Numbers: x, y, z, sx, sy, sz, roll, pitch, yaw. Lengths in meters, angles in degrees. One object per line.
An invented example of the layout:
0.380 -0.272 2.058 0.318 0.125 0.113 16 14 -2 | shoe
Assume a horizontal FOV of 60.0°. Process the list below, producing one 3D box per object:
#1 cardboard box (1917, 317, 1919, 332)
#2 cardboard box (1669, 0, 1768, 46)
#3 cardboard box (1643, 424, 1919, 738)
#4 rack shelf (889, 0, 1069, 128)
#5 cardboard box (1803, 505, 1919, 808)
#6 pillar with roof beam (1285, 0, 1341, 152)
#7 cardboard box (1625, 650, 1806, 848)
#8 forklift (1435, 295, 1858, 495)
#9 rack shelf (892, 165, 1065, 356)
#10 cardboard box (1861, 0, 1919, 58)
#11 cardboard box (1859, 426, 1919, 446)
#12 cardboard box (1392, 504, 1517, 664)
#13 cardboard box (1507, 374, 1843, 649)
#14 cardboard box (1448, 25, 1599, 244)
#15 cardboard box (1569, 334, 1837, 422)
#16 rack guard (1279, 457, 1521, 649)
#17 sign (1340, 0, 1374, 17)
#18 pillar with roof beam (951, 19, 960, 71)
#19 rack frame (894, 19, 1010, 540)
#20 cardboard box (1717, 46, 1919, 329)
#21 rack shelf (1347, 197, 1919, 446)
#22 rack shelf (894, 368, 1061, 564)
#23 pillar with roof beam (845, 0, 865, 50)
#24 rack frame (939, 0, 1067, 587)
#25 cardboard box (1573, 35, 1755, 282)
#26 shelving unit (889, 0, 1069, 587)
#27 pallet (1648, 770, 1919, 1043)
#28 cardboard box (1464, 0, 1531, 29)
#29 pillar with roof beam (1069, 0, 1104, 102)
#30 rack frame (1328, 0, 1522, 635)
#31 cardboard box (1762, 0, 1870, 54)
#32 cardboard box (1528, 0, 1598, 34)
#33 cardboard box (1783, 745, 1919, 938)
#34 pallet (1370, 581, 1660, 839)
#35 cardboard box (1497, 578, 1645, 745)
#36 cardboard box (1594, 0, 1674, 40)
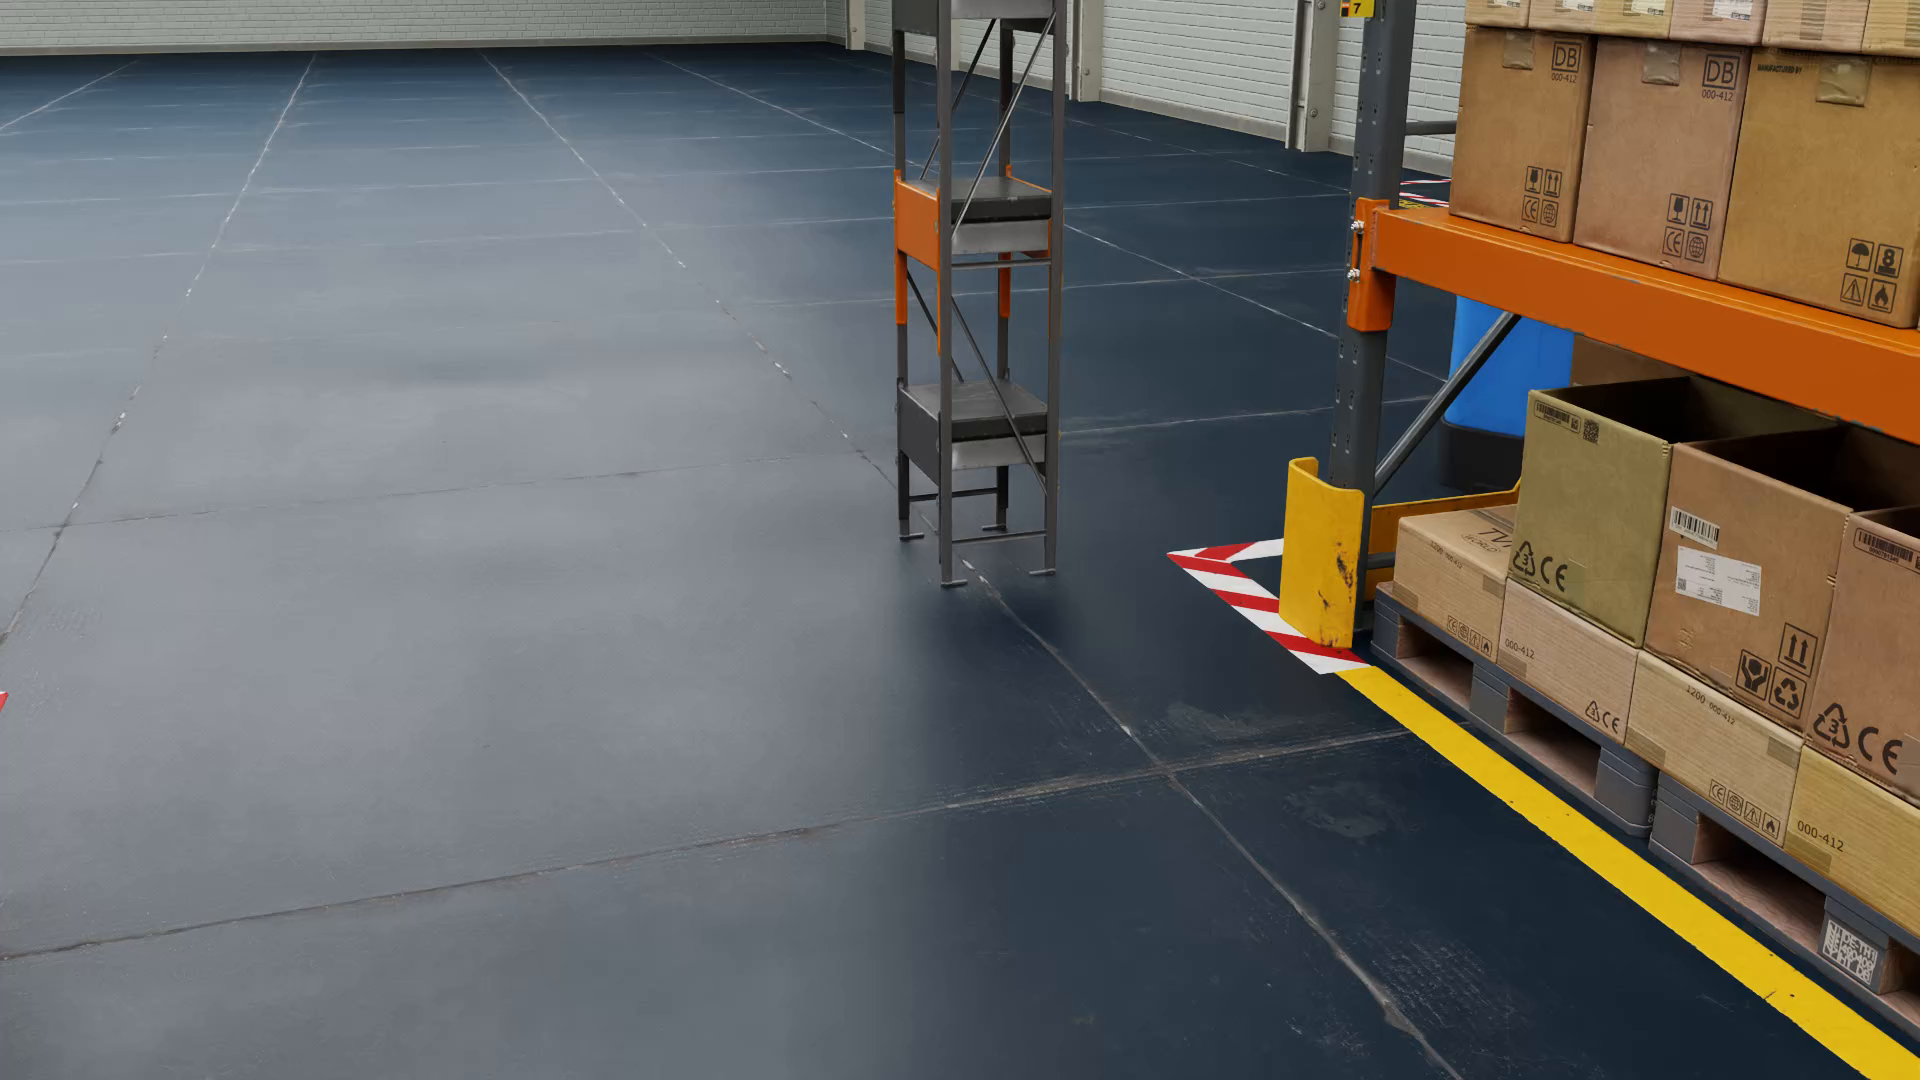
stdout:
2.230 -0.586 2.963 0.700 0.500 0.500 -6 21 -16 | cardboard box
1.765 -1.144 3.558 0.380 0.149 0.250 -7 21 -18 | cardboard box
1.892 0.072 3.616 0.500 0.500 0.500 -6 21 -17 | cardboard box
0.052 -1.581 5.182 0.431 0.518 0.480 -6 21 -17 | rack shelf
2.033 0.234 3.164 0.500 0.500 0.500 -6 21 -17 | cardboard box
-0.509 -7.798 14.316 9.100 9.000 0.400 -6 21 -17 | pillar with roof beam
1.881 0.426 3.740 0.500 0.250 0.500 -6 21 -17 | cardboard box
3.260 -1.334 5.295 3.031 2.935 1.130 16 25 37 | forklift
0.052 -0.922 5.418 0.431 0.518 0.480 -6 21 -17 | rack shelf
1.932 -0.977 3.092 0.380 0.149 0.250 -7 21 -18 | cardboard box
2.386 0.017 3.770 0.500 0.500 0.500 -6 21 -17 | cardboard box
1.564 0.105 4.632 0.500 0.250 0.500 -6 21 -17 | cardboard box
1.723 -0.087 4.059 0.500 0.500 0.500 -6 21 -17 | cardboard box
1.741 -1.083 4.345 0.700 0.500 0.500 -6 21 -17 | cardboard box
2.058 -0.303 4.659 0.500 0.500 0.500 -6 21 -17 | cardboard box
1.599 -0.018 5.227 1.175 0.500 0.348 -6 21 -17 | rack guard
1.078 -1.574 4.465 0.100 0.325 0.005 -6 21 -17 | sign
-4.281 -11.649 25.037 9.100 9.000 0.400 -6 21 -17 | pillar with roof beam
-0.025 -1.013 5.632 0.400 2.100 0.015 -6 21 -17 | rack frame
2.061 -0.755 3.432 0.700 0.500 0.500 -6 21 -17 | cardboard box
2.235 -0.206 3.118 1.077 0.370 4.000 -6 21 -17 | rack shelf
0.052 -0.263 5.655 0.431 0.518 0.480 -6 21 -17 | rack shelf
-6.167 -13.575 30.398 9.100 9.000 0.400 -6 21 -17 | pillar with roof beam
0.129 -0.857 5.196 0.400 2.100 0.015 -6 21 -17 | rack frame
1.911 -0.915 3.878 0.700 0.500 0.500 -6 21 -16 | cardboard box
0.052 -0.935 5.414 0.431 2.100 0.503 -6 21 -17 | shelving unit
2.266 0.757 3.496 1.003 0.211 1.213 -6 21 -17 | pallet
1.525 -1.390 4.242 0.380 0.149 0.250 -7 21 -18 | cardboard box
-2.395 -9.724 19.677 9.100 9.000 0.400 -6 21 -17 | pillar with roof beam
1.607 -1.187 4.783 1.000 3.000 0.127 -6 21 -17 | rack frame
1.852 -1.059 3.321 0.380 0.149 0.250 -7 21 -19 | cardboard box
1.611 -1.306 4.007 0.380 0.149 0.250 -7 21 -19 | cardboard box
2.034 0.587 3.291 0.500 0.250 0.500 -6 21 -17 | cardboard box
1.887 0.366 4.584 1.003 0.211 1.213 -6 21 -17 | pallet
1.725 0.265 4.186 0.500 0.250 0.500 -6 21 -17 | cardboard box
1.688 -1.226 3.784 0.380 0.149 0.250 -6 21 -17 | cardboard box
